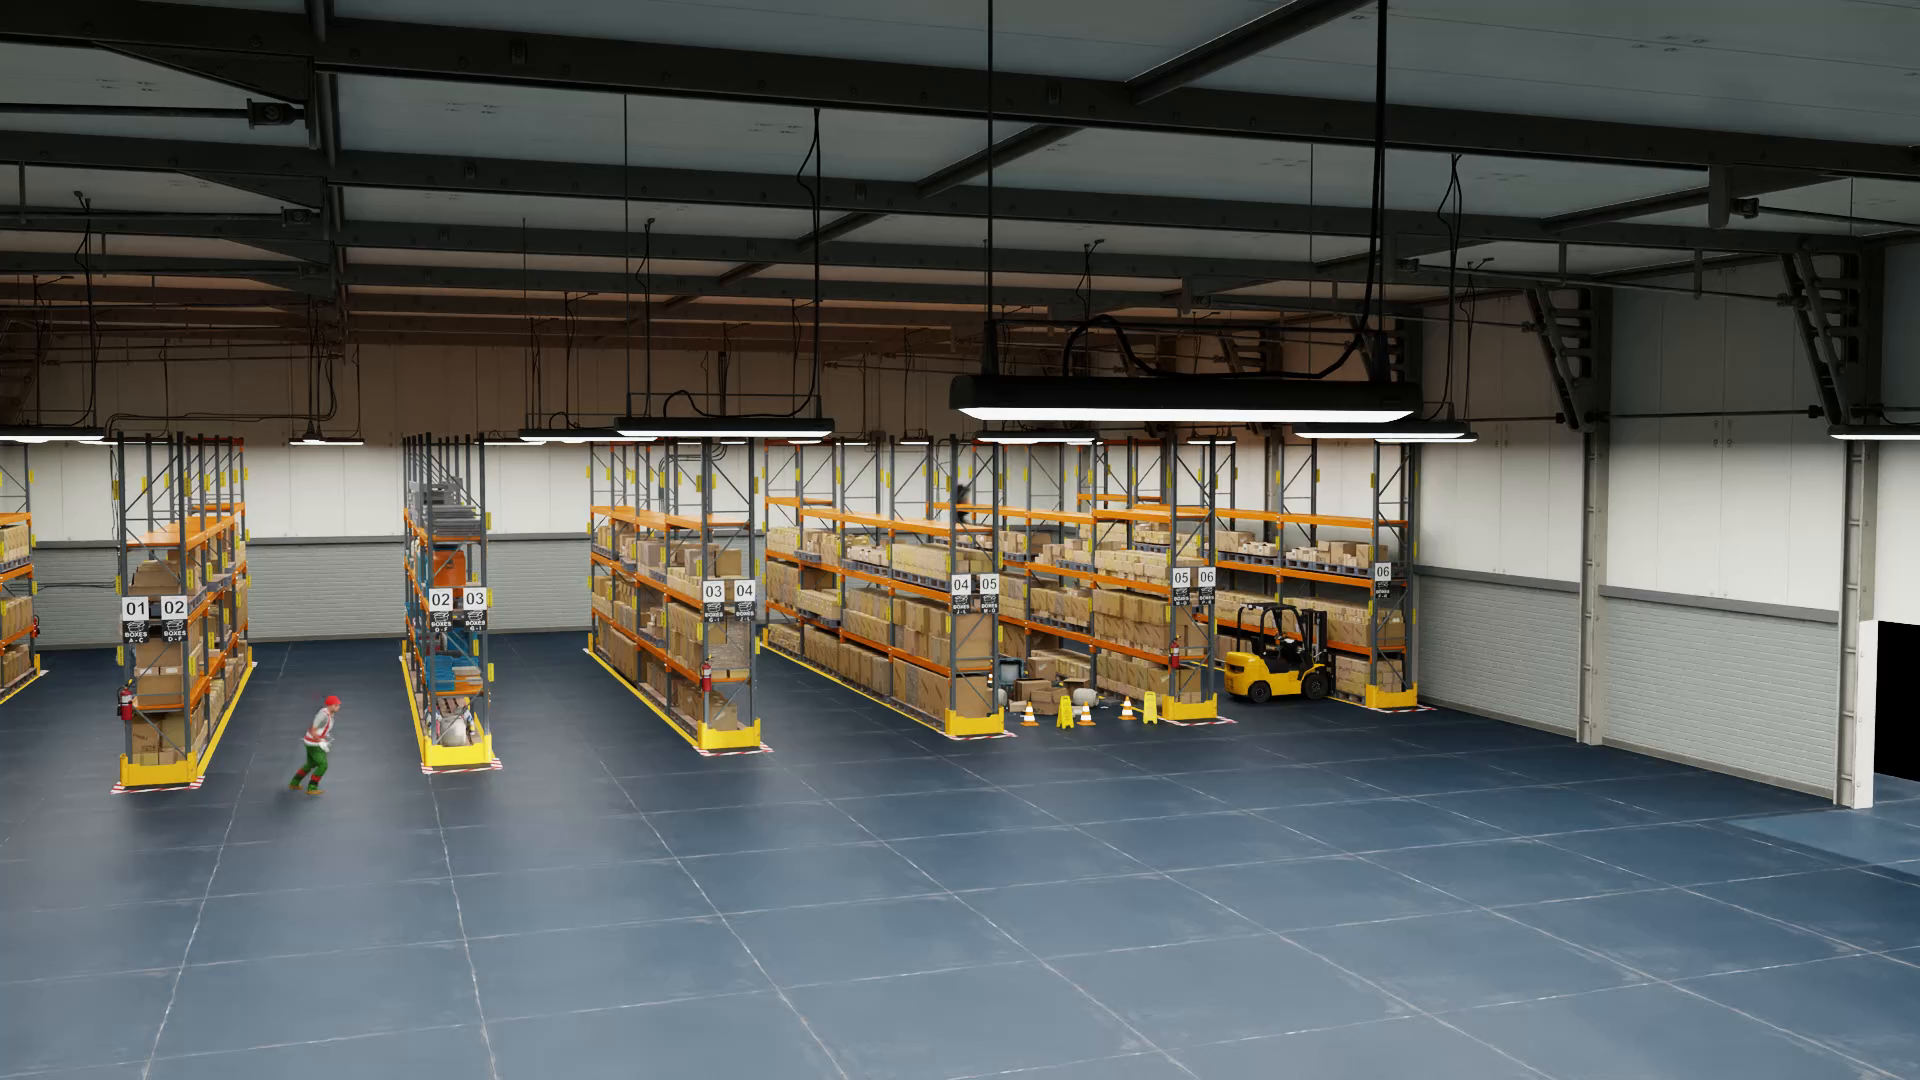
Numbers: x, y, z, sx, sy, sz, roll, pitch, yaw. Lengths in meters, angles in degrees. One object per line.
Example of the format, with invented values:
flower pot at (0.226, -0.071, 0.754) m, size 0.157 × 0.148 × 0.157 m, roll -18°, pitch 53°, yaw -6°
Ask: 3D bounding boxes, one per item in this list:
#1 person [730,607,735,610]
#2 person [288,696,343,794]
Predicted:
person at (-6.430, 2.217, 48.810) m, size 0.574 × 1.650 × 0.844 m, roll 1°, pitch 3°, yaw 14°
person at (-10.660, 3.383, 27.502) m, size 0.904 × 1.647 × 0.698 m, roll -1°, pitch 3°, yaw -15°
